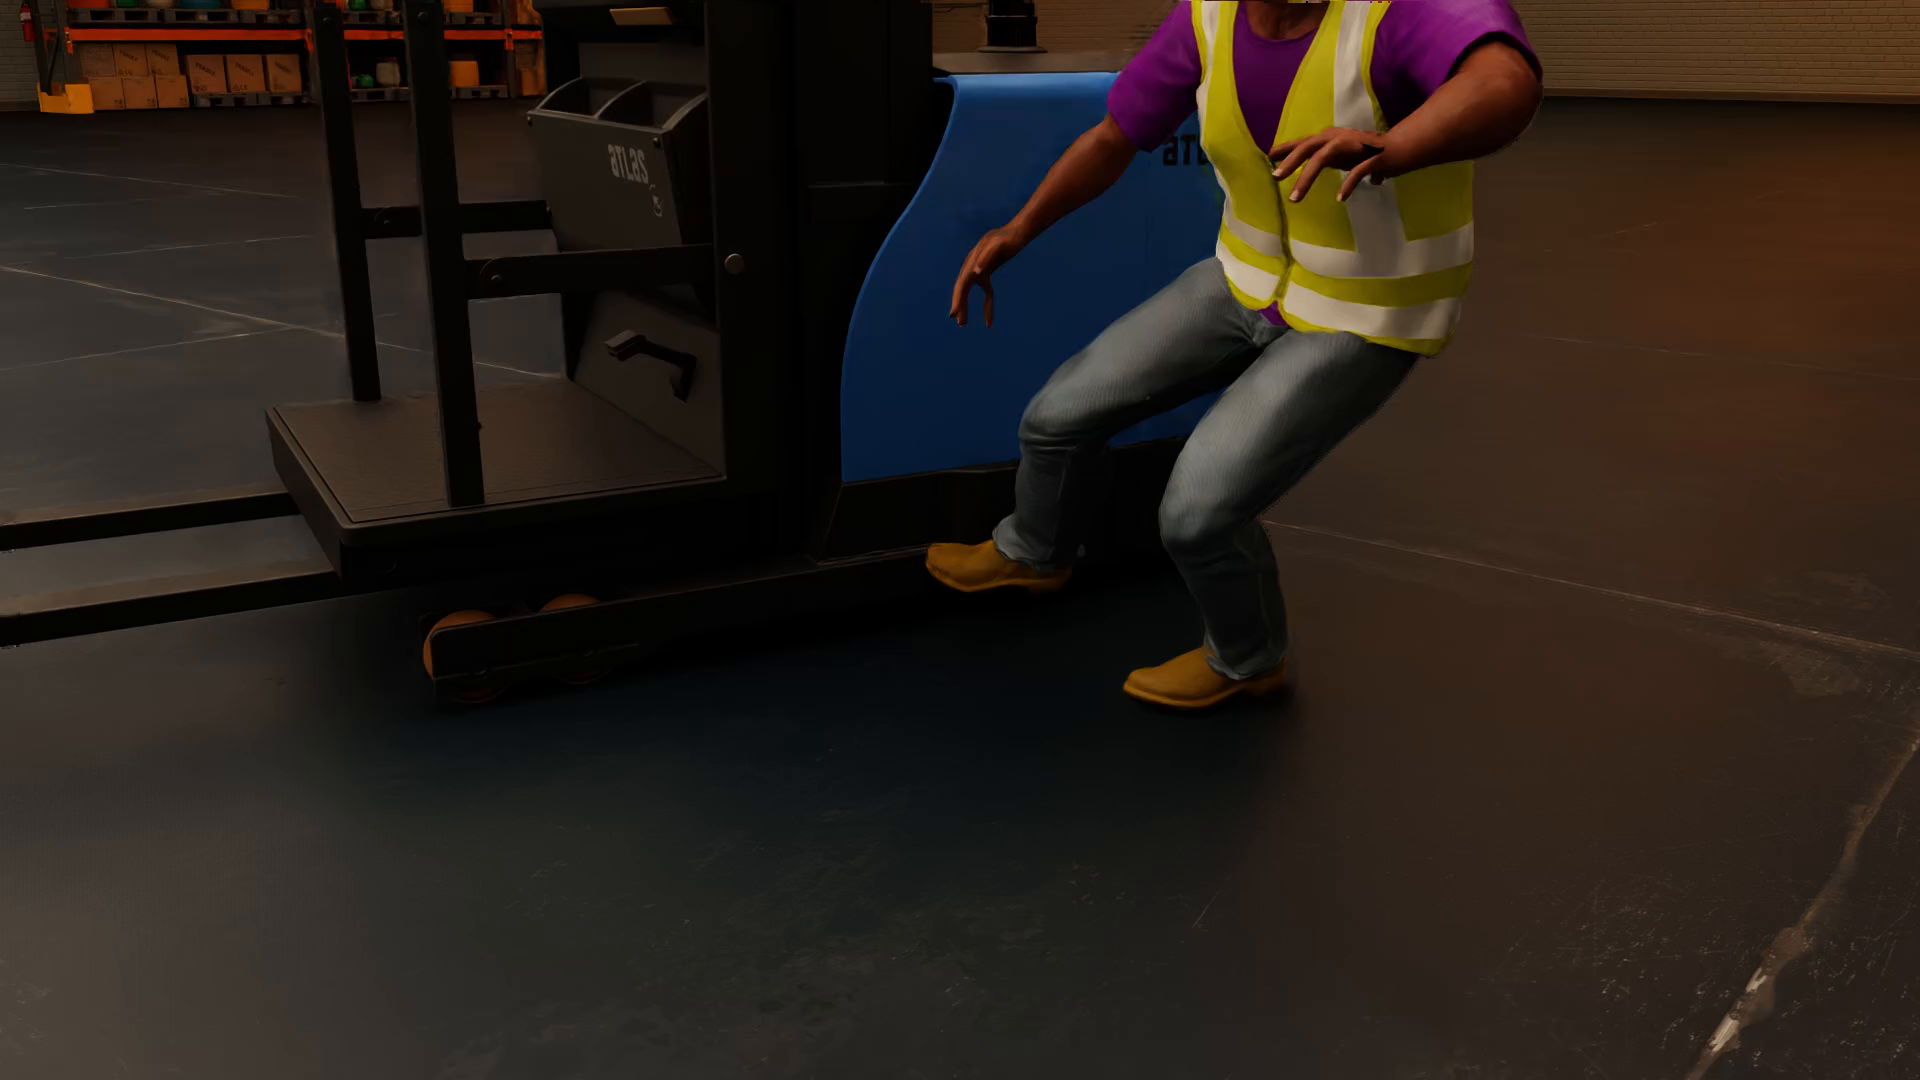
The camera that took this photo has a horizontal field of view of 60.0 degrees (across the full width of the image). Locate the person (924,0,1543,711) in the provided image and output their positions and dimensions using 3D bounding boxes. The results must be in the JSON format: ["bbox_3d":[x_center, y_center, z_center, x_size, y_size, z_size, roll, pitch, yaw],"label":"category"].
[{"bbox_3d":[0.302,-0.391,2.637,0.918,1.501,1.308,-15,23,-41],"label":"person"}]

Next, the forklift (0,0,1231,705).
[{"bbox_3d":[-0.866,-1.283,3.124,3.031,2.935,1.130,-9,19,-27],"label":"forklift"}]
